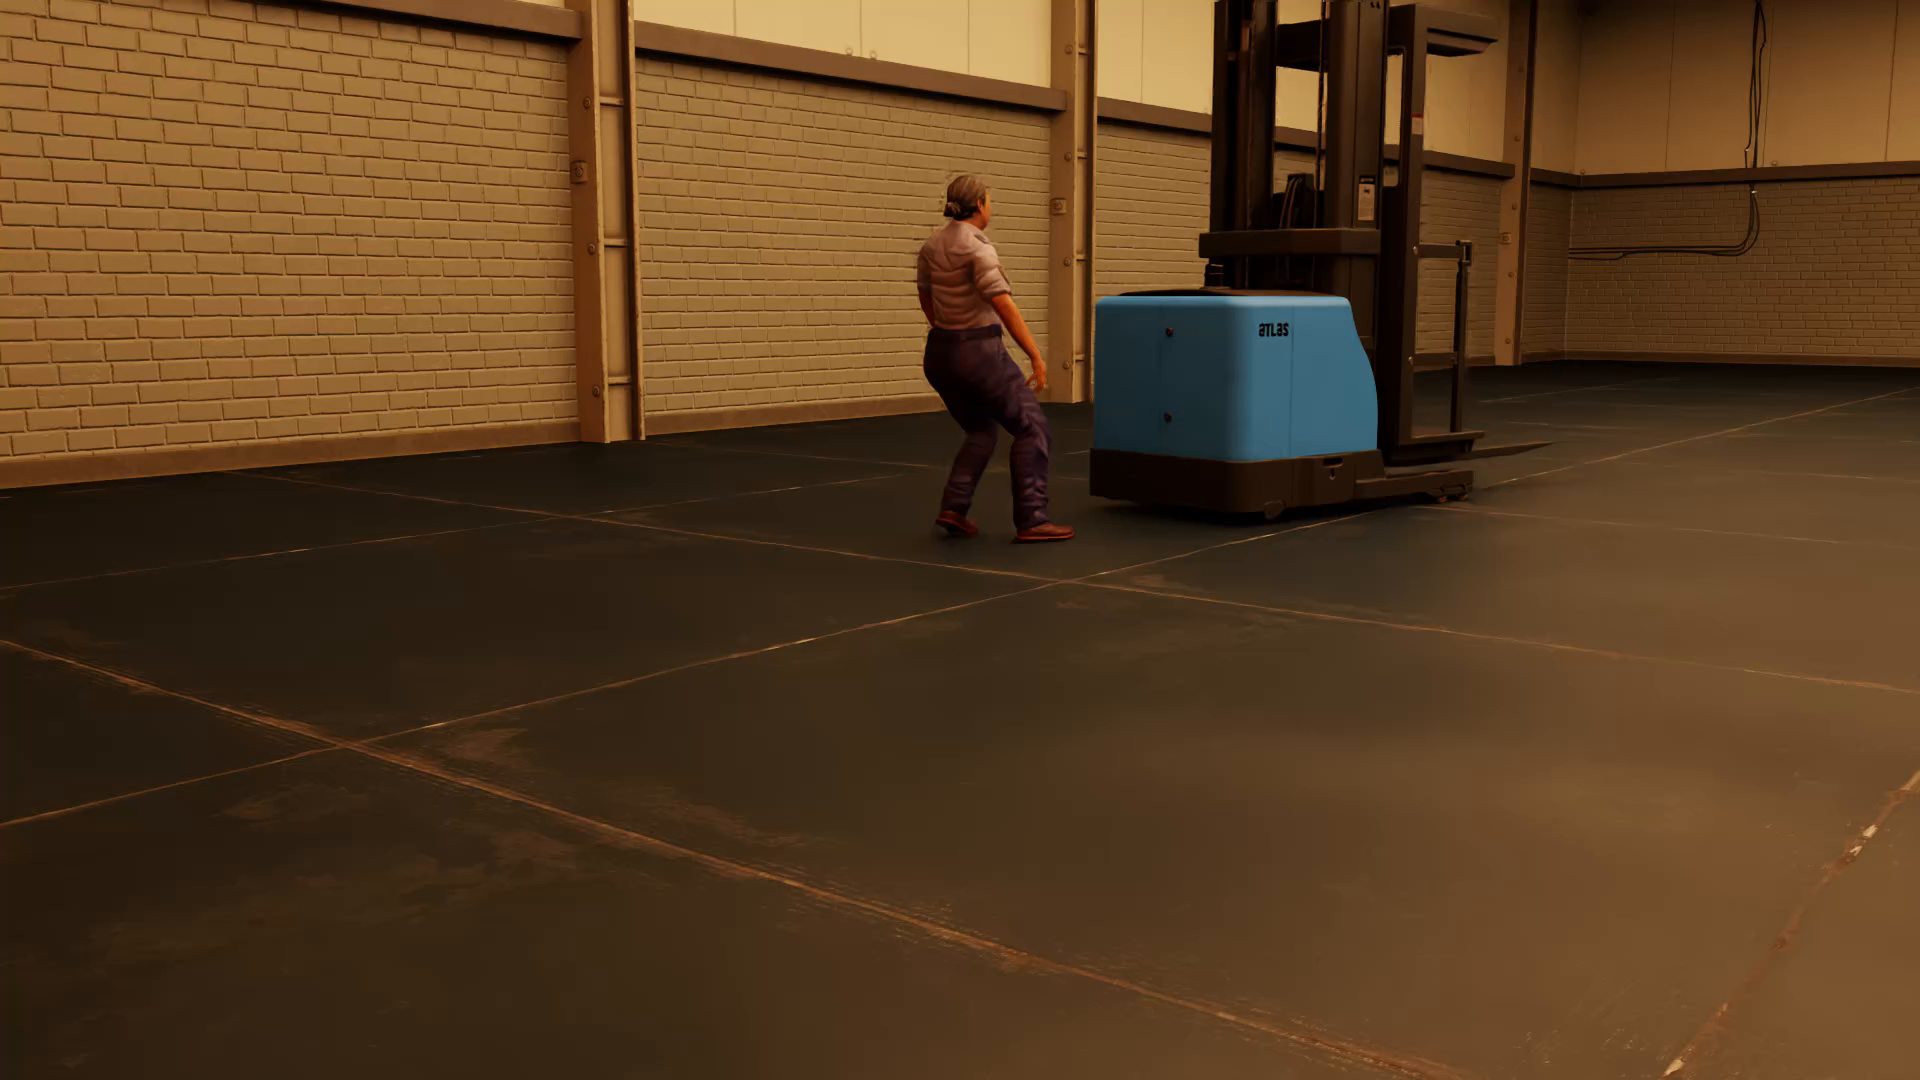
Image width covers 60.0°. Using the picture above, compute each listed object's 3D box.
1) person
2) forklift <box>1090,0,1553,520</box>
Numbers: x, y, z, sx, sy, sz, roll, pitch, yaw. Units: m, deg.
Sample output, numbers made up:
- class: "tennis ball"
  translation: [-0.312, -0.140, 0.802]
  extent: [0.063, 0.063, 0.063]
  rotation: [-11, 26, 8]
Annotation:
- class: "person"
  translation: [0.160, -0.803, 7.381]
  extent: [0.541, 1.596, 0.662]
  rotation: [-6, 10, -34]
- class: "forklift"
  translation: [2.114, -1.697, 8.881]
  extent: [3.031, 2.935, 1.130]
  rotation: [-7, 11, -40]
